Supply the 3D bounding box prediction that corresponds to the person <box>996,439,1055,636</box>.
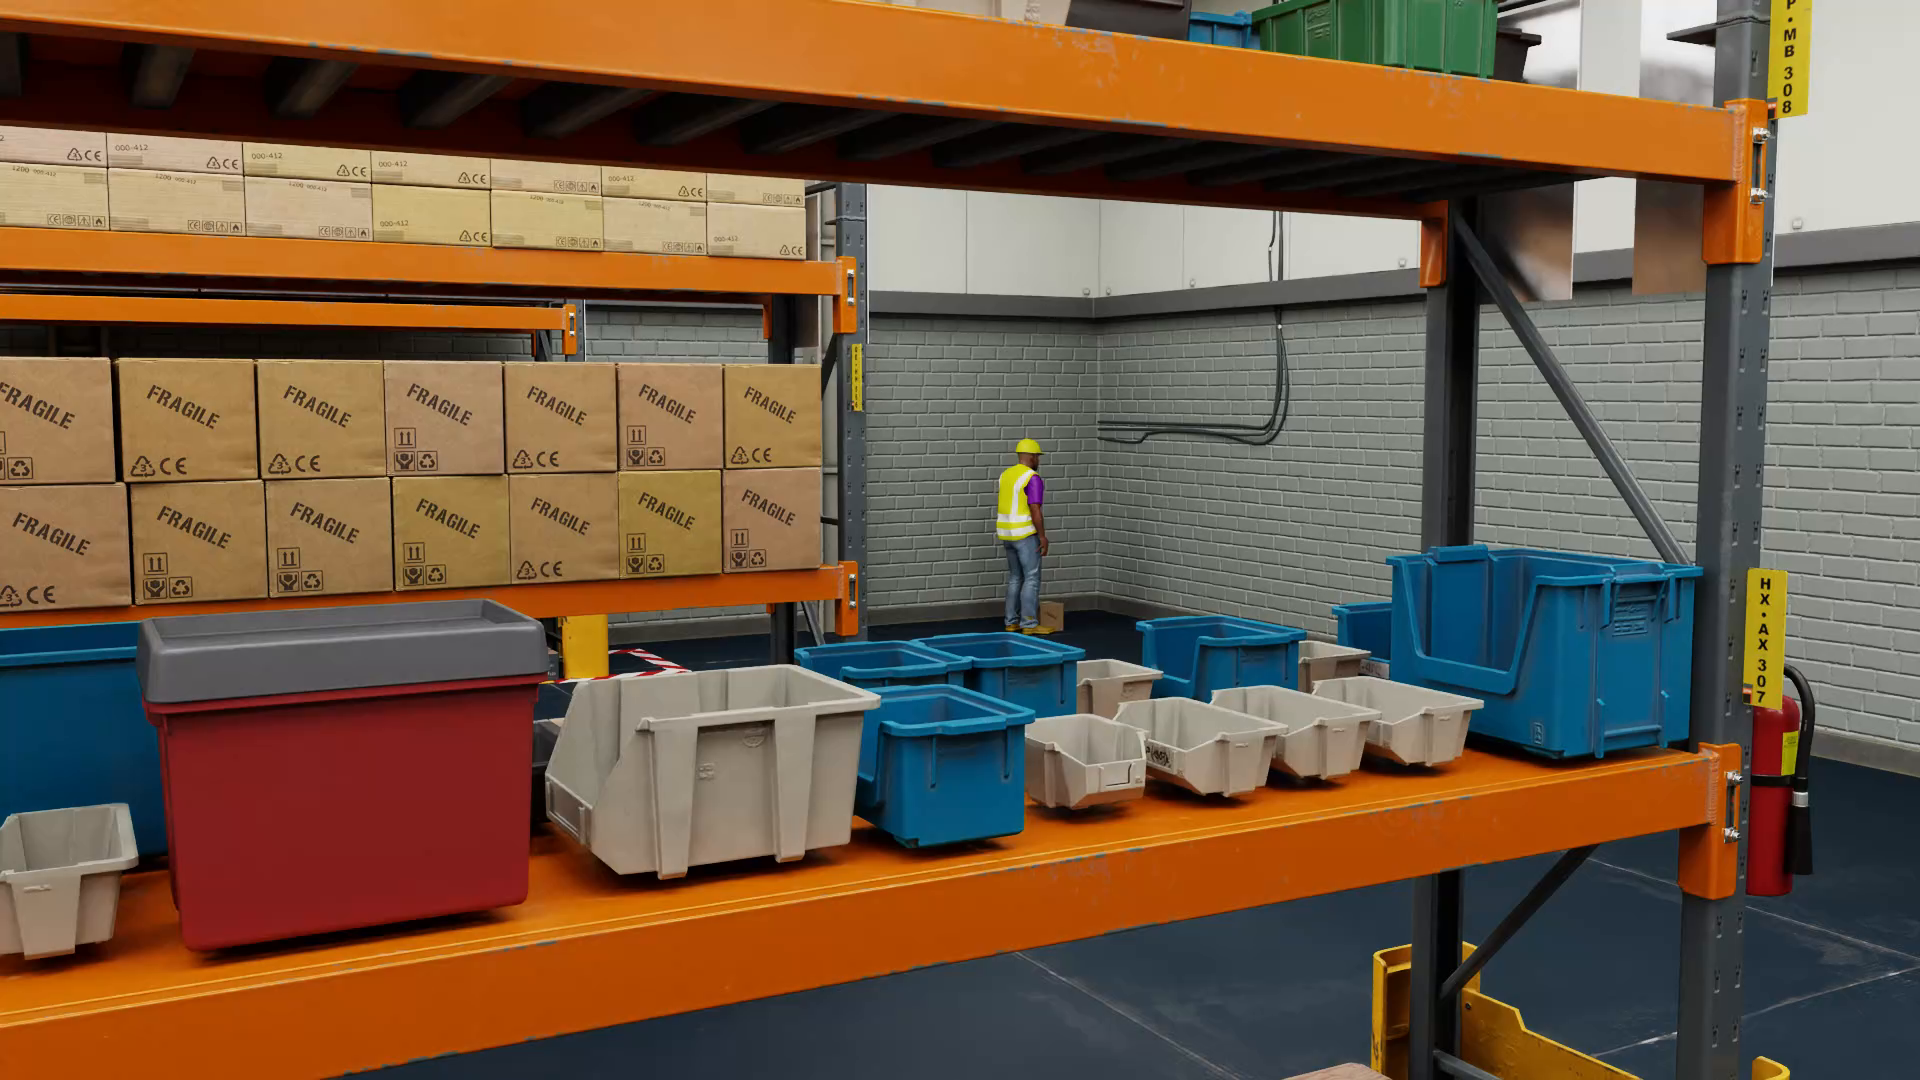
[{"bbox_3d":[0.580,-0.037,15.090,0.461,1.759,0.633,-3,6,-32],"label":"person"}]
